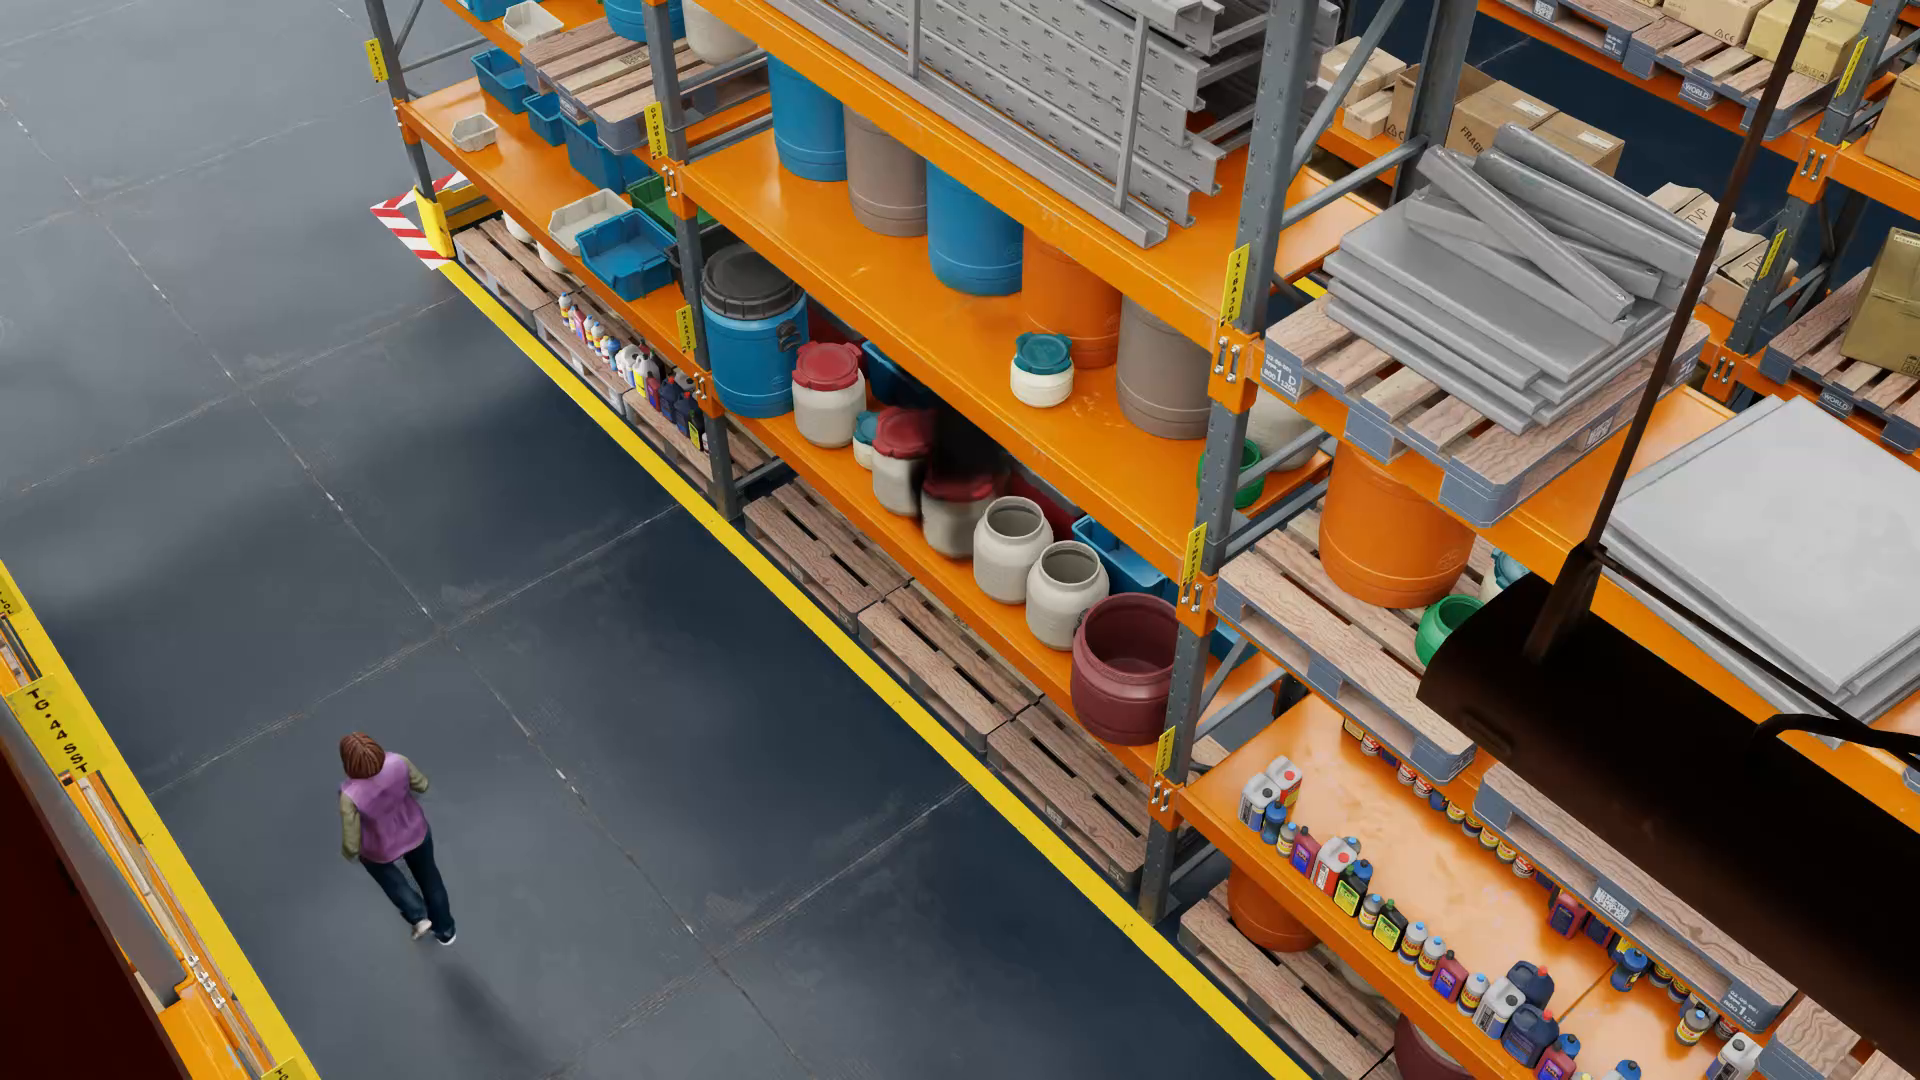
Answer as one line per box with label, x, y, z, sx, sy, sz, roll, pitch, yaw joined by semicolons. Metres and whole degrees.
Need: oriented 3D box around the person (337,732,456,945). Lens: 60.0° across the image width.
person;-2.811;1.430;8.145;0.522;1.597;0.564;-35;56;-28
